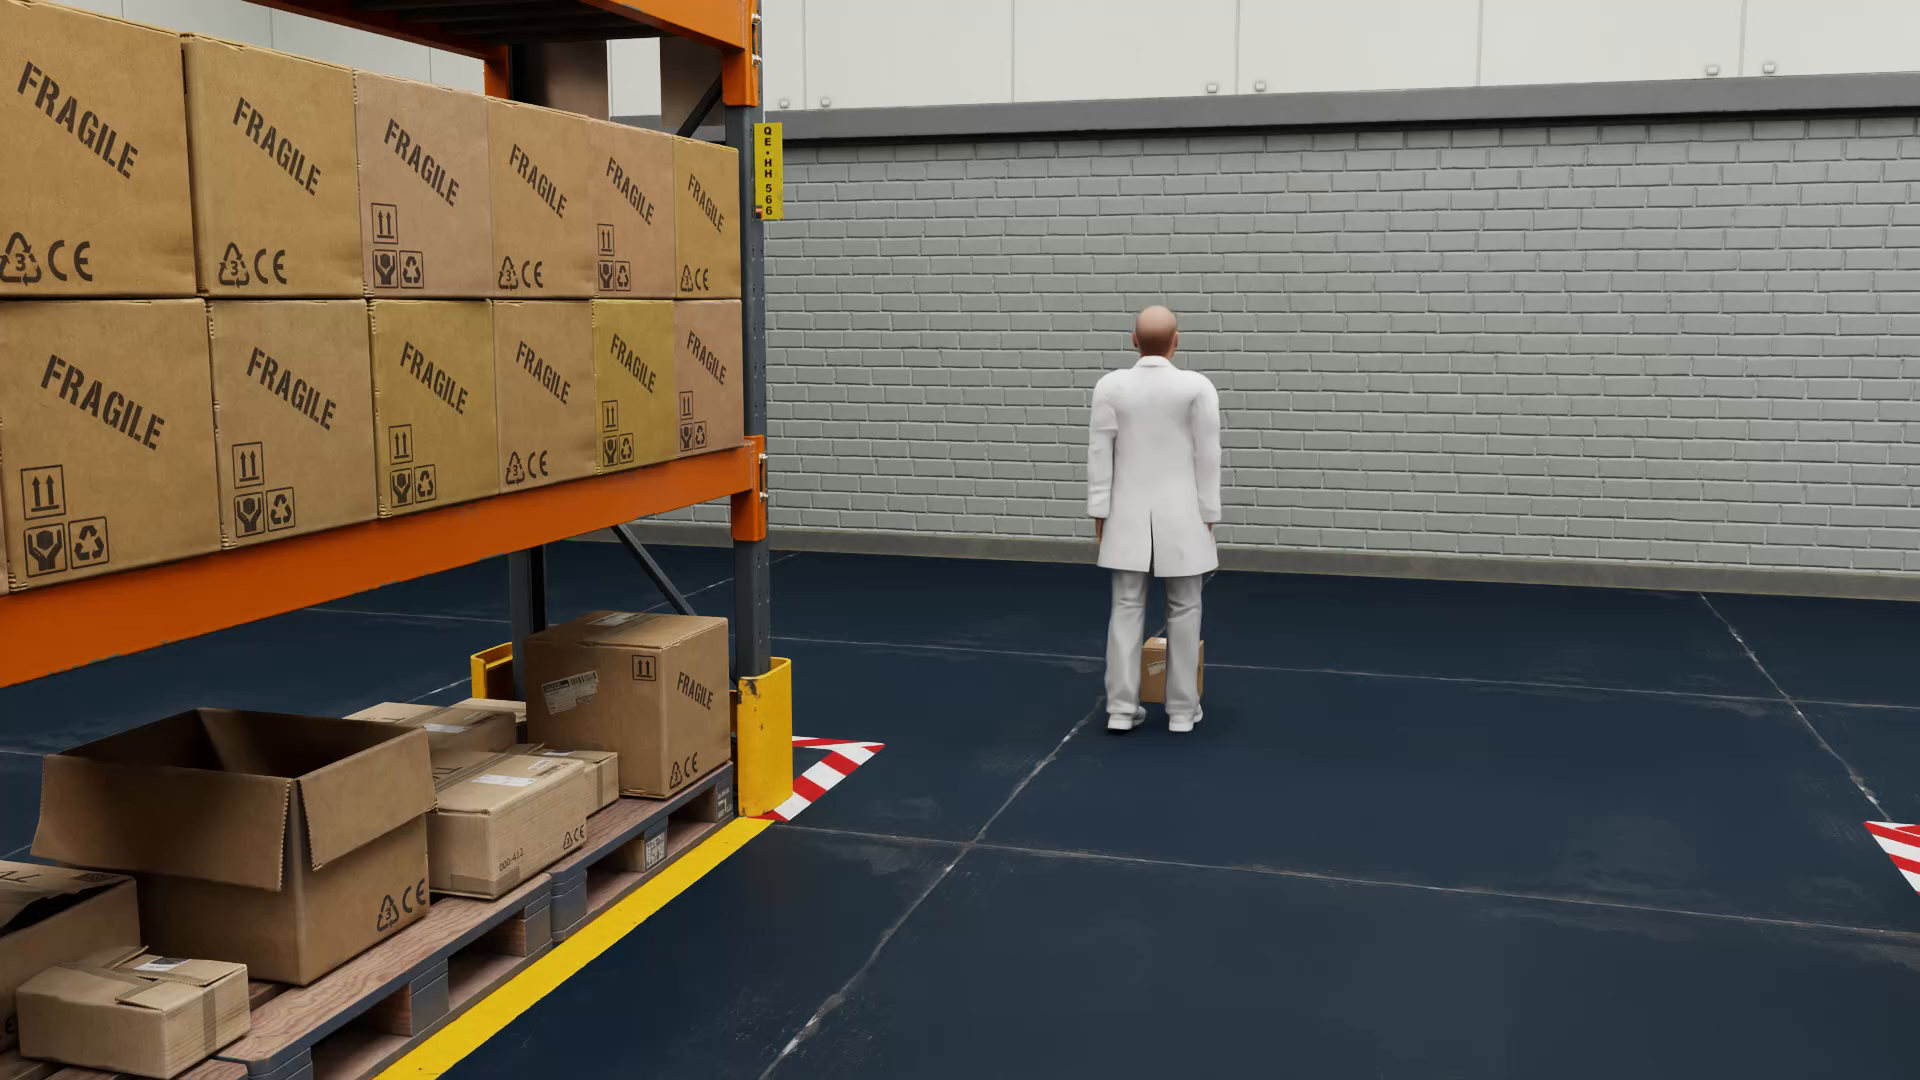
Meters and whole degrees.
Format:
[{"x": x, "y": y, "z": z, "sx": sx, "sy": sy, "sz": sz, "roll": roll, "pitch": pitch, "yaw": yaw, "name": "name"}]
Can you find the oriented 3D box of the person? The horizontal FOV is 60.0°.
[{"x": 0.818, "y": -0.081, "z": 7.007, "sx": 0.565, "sy": 1.795, "sz": 0.465, "roll": 3, "pitch": 9, "yaw": 17, "name": "person"}]
